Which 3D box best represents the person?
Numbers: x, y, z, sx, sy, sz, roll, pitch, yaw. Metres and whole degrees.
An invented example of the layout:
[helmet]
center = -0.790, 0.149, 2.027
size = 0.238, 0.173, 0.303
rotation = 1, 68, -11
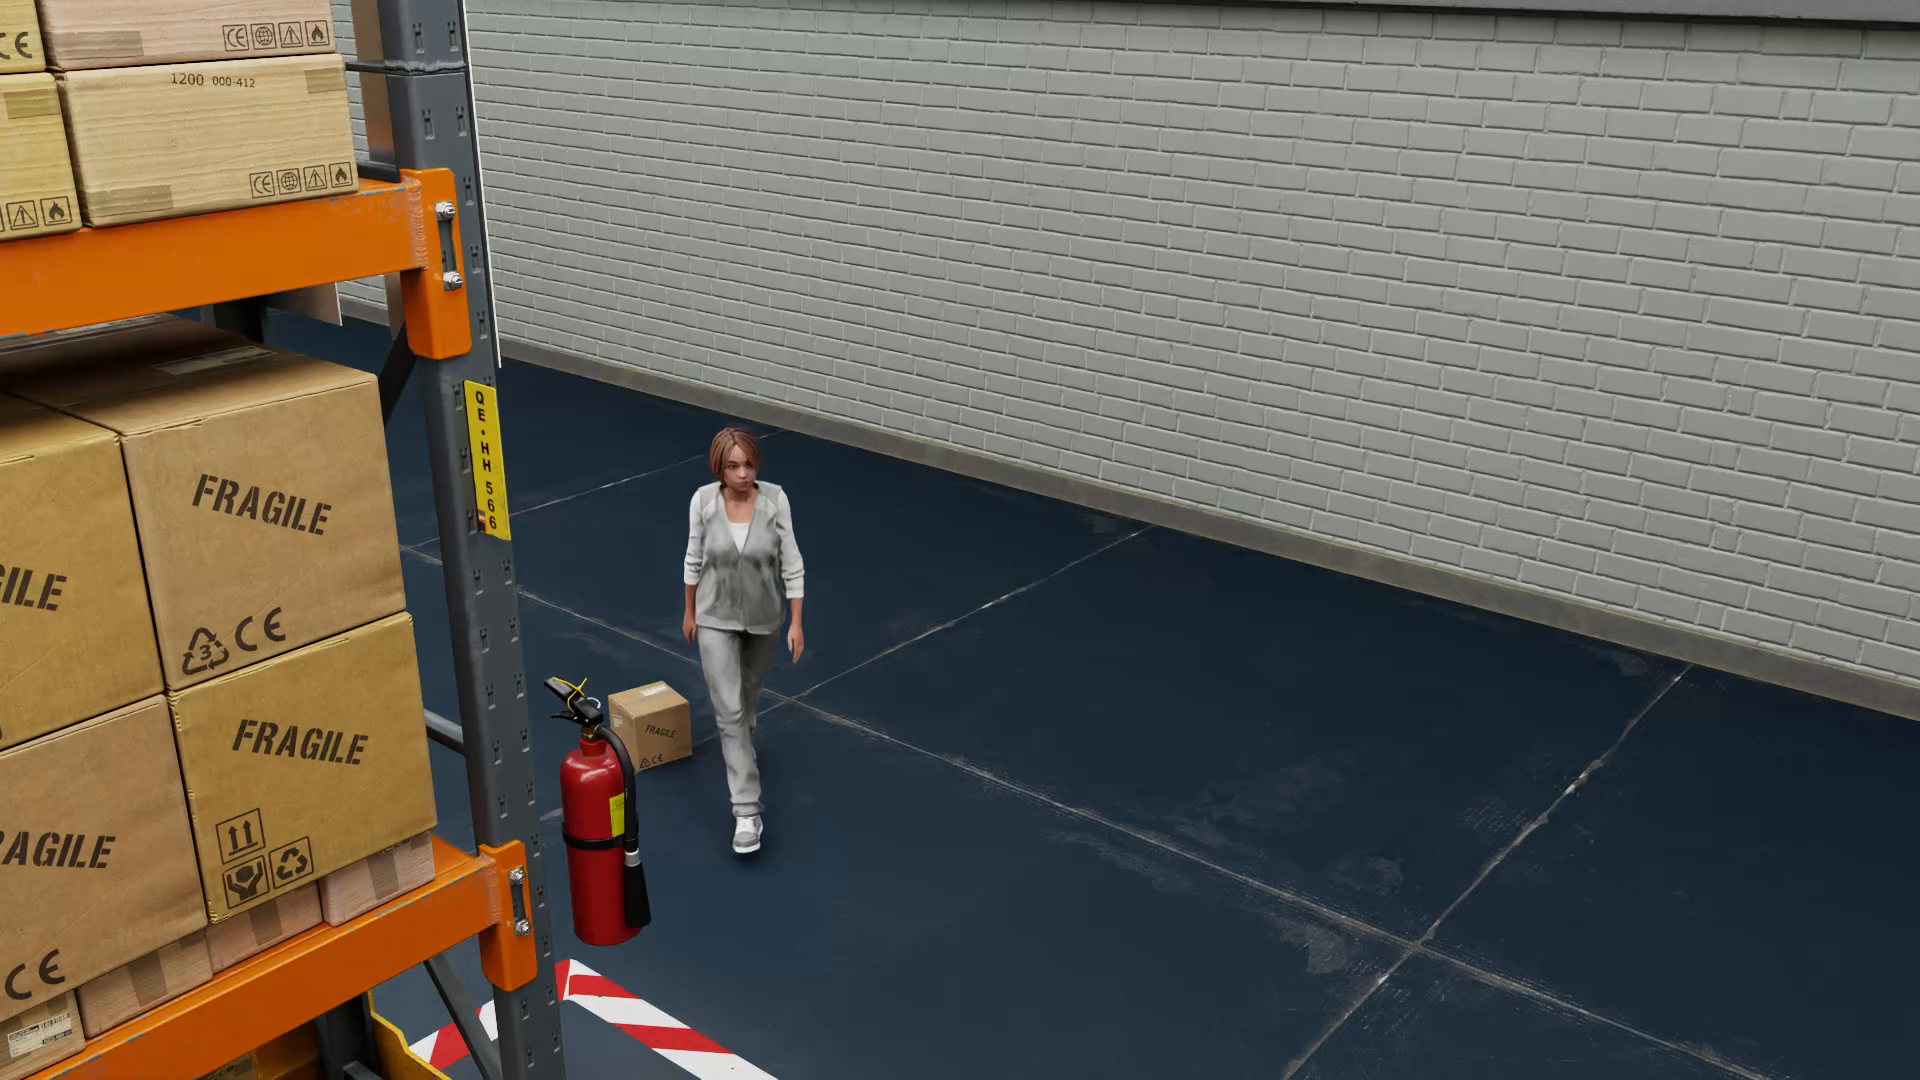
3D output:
[person]
center = -0.808, 0.294, 6.292
size = 0.445, 1.523, 0.971
rotation = -6, 21, -16
